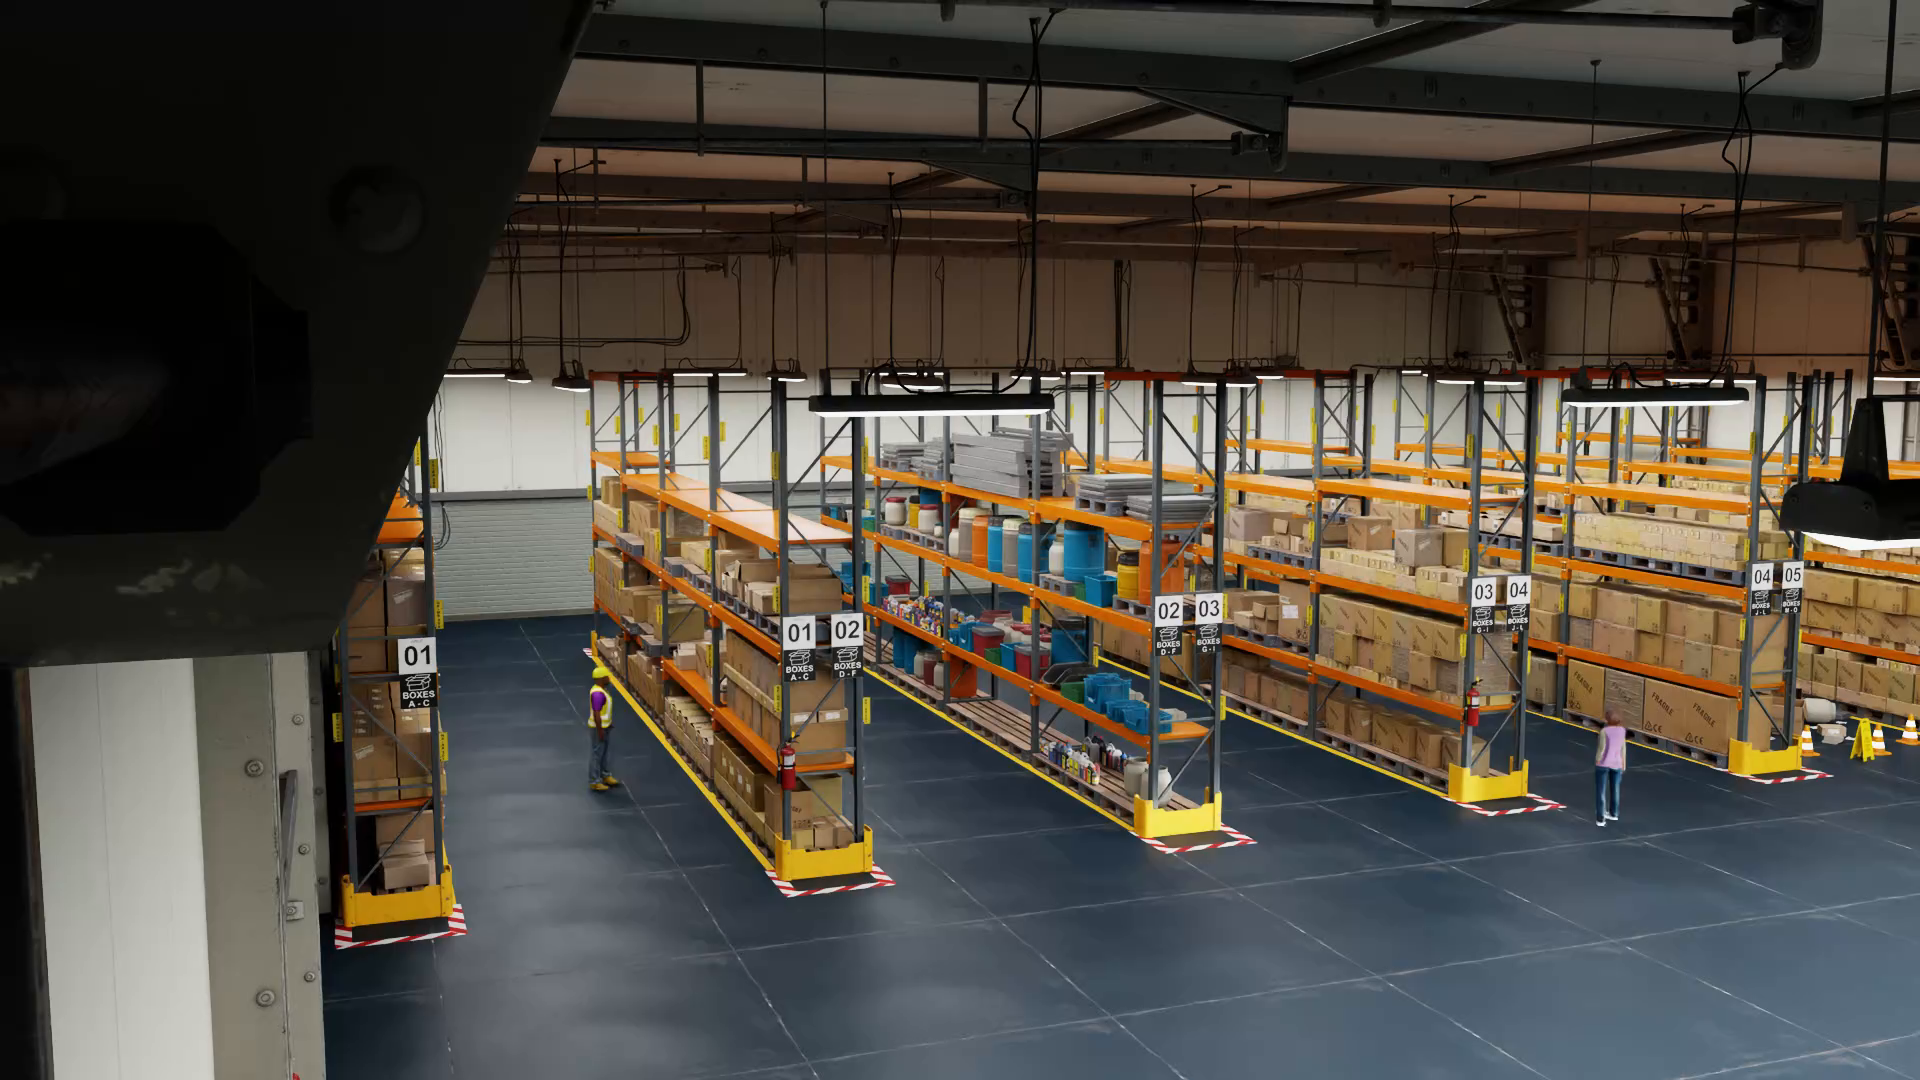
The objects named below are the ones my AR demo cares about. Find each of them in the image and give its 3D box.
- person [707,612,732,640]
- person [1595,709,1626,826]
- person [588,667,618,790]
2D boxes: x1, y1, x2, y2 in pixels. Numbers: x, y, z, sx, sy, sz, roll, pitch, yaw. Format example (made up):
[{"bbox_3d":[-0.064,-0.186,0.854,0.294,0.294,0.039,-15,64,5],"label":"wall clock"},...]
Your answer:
[{"bbox_3d":[-4.442,1.746,31.590,0.735,1.727,0.878,-2,7,-21],"label":"person"},{"bbox_3d":[8.766,3.044,22.462,0.405,1.592,0.559,1,6,8],"label":"person"},{"bbox_3d":[-5.232,2.735,24.365,0.411,1.779,0.674,0,6,2],"label":"person"}]
